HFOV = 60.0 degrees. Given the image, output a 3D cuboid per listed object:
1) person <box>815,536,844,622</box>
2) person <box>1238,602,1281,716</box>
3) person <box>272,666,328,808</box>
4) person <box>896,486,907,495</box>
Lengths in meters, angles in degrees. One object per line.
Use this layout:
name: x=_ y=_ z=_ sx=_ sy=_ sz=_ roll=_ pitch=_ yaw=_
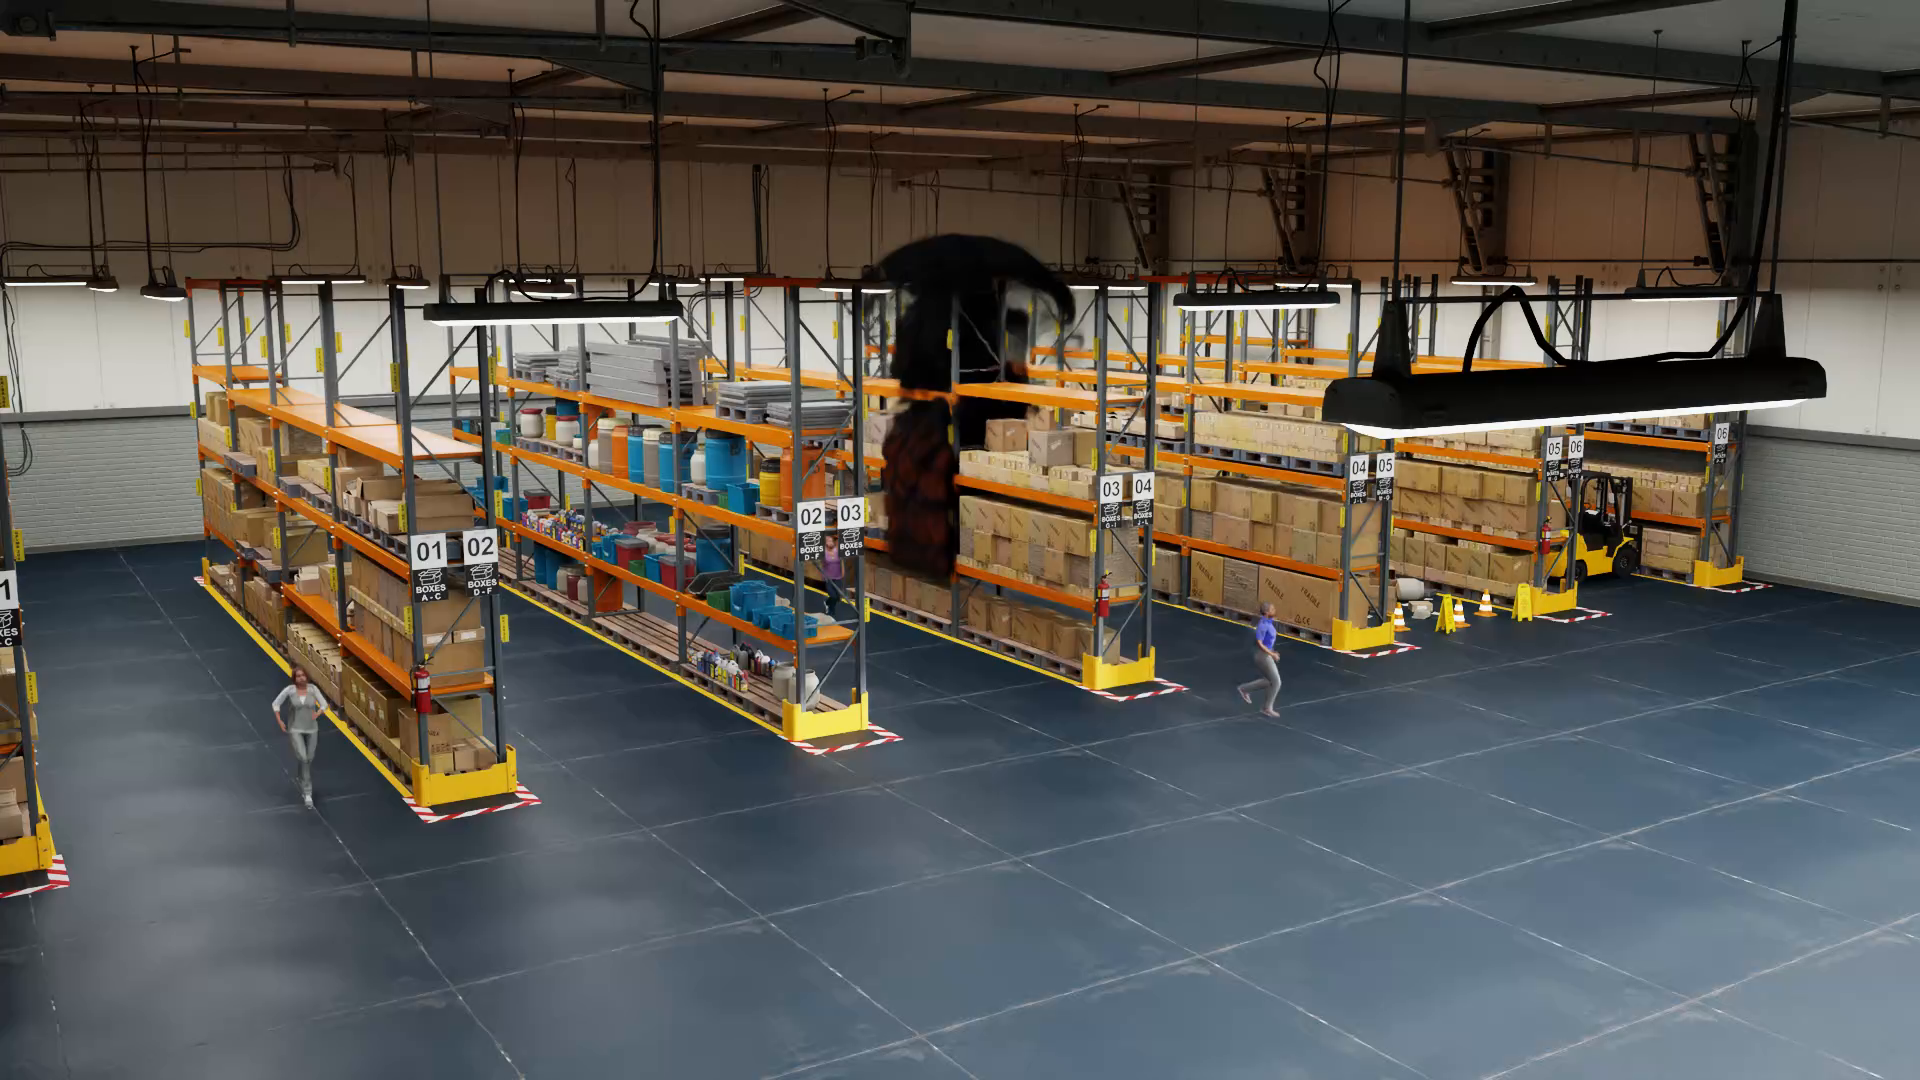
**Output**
person: x=-2.287 y=0.686 z=29.298 sx=0.537 sy=1.568 sz=0.506 roll=-5 pitch=11 yaw=-26
person: x=4.220 y=1.664 z=23.386 sx=0.617 sy=1.632 sz=0.609 roll=2 pitch=10 yaw=14
person: x=-7.749 y=2.285 z=19.635 sx=0.586 sy=1.622 sz=0.753 roll=-6 pitch=11 yaw=-33
person: x=-1.181 y=-0.250 z=34.197 sx=0.682 sy=1.726 sz=0.638 roll=-8 pitch=12 yaw=-40
